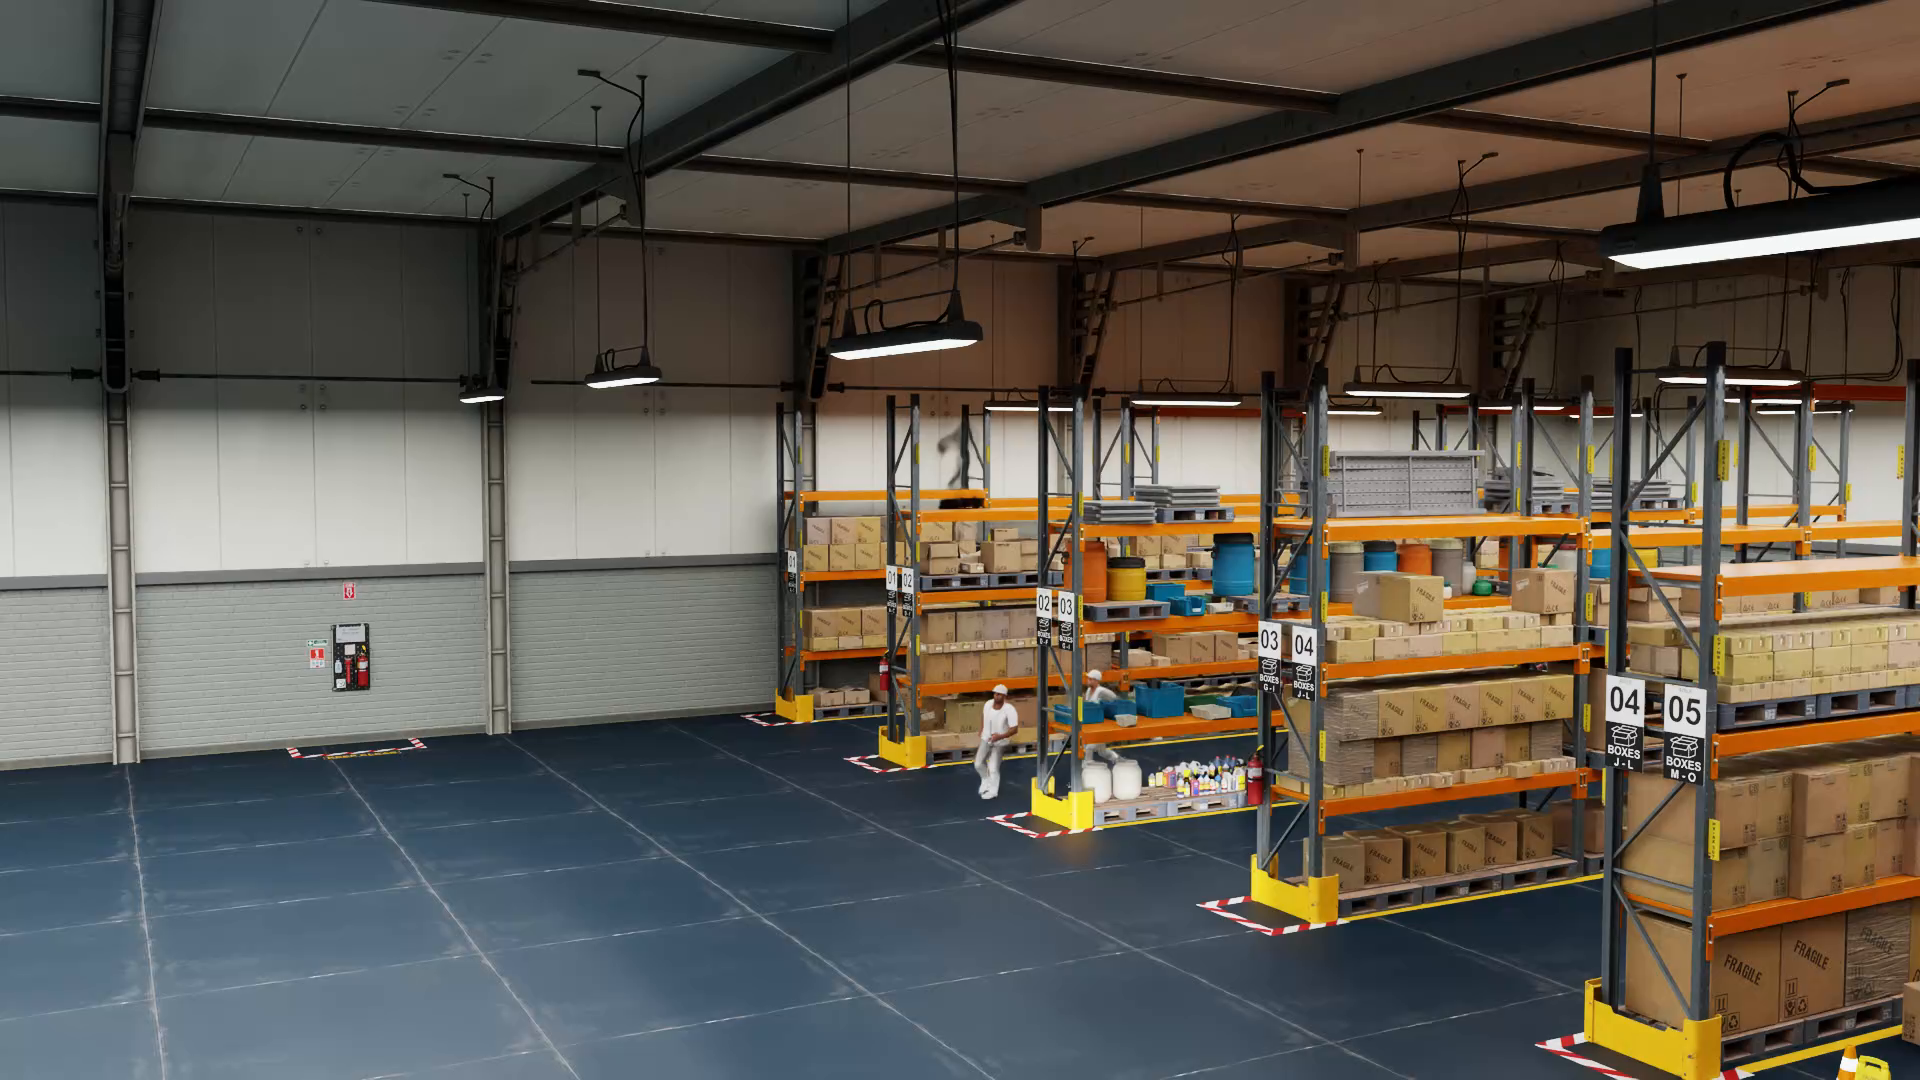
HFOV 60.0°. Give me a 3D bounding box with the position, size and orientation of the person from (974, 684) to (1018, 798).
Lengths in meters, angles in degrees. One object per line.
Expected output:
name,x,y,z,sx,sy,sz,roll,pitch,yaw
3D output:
person,0.527,2.939,24.196,0.720,1.711,0.571,2,4,31

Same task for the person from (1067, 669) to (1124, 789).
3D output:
person,2.118,2.843,25.186,1.054,1.786,0.687,-1,4,-23

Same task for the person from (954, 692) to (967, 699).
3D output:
person,0.116,2.652,30.200,0.572,1.630,0.566,-2,4,-35
